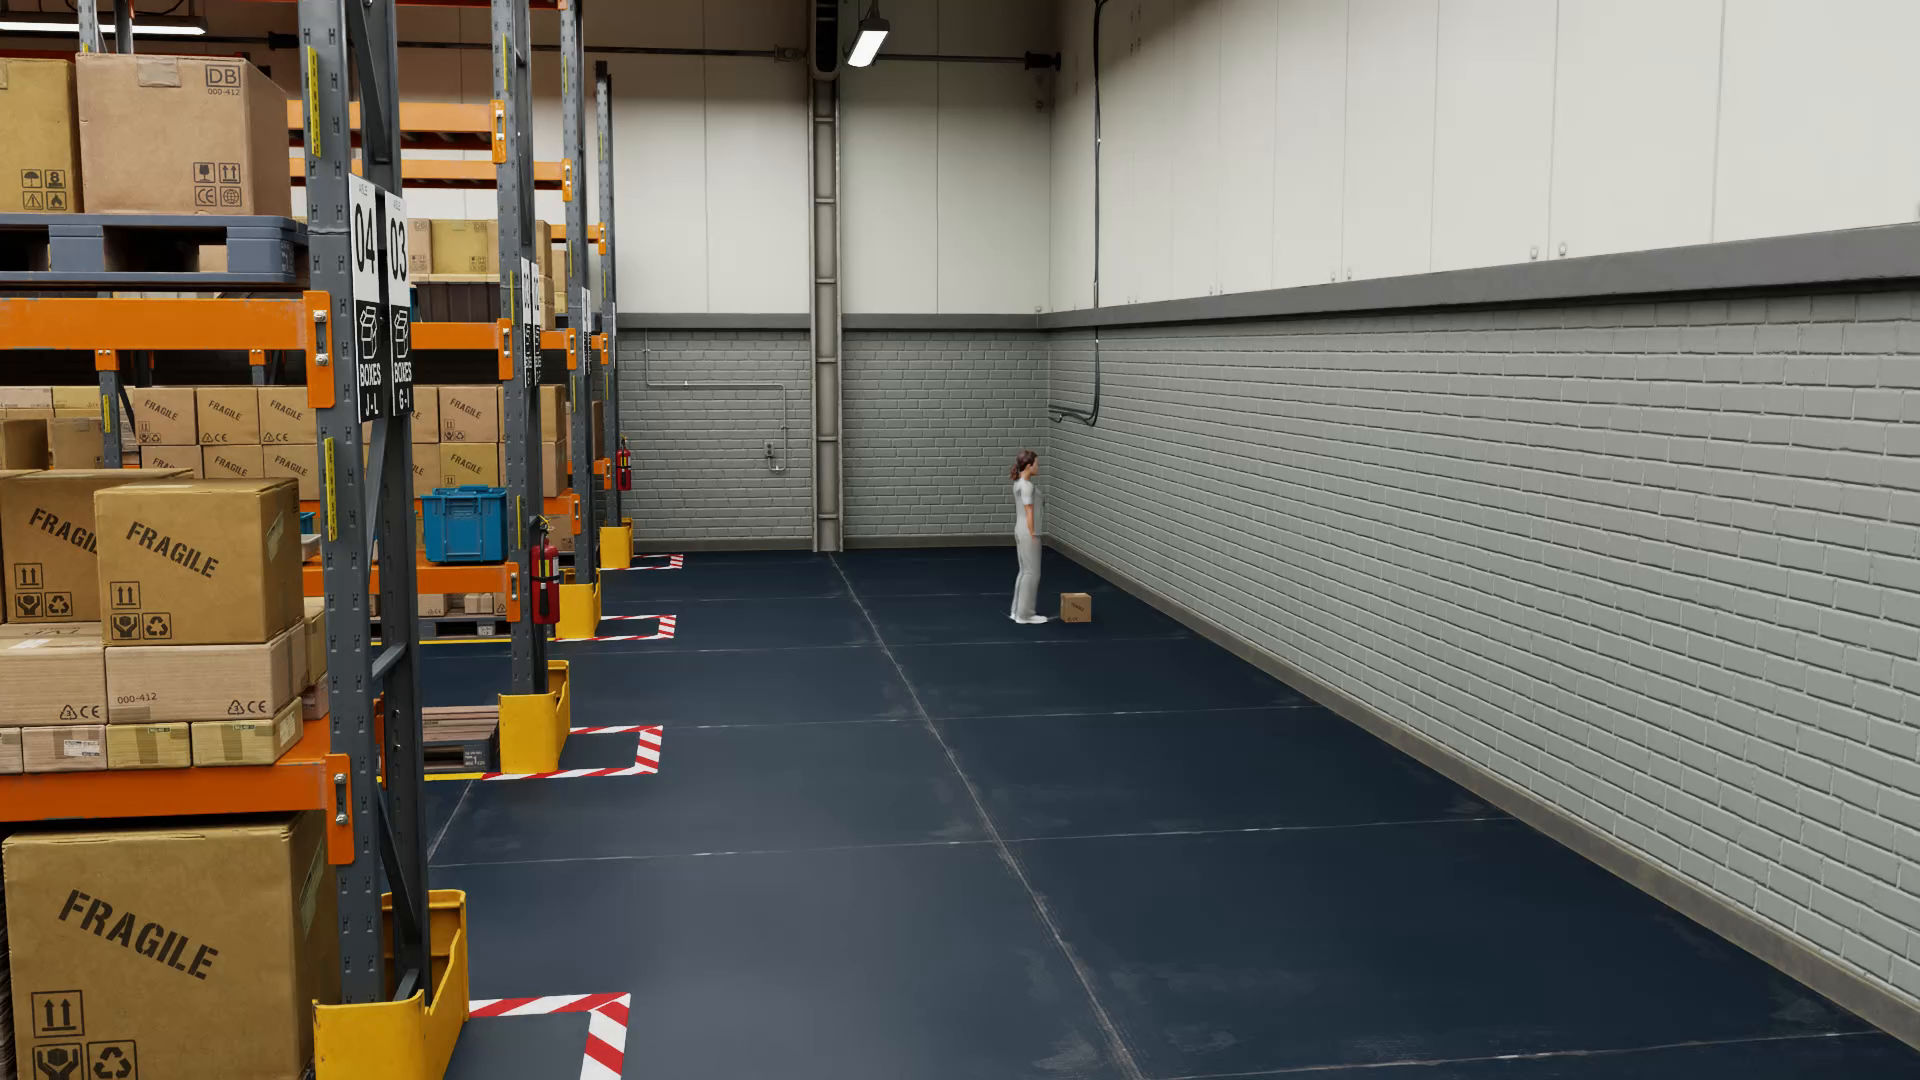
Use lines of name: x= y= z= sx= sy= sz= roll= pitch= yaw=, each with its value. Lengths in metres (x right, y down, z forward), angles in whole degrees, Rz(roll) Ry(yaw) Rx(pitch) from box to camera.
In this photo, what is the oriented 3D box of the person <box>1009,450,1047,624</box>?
person: x=0.649 y=-0.027 z=16.130 sx=0.362 sy=1.683 sz=0.438 roll=-1 pitch=7 yaw=-7
